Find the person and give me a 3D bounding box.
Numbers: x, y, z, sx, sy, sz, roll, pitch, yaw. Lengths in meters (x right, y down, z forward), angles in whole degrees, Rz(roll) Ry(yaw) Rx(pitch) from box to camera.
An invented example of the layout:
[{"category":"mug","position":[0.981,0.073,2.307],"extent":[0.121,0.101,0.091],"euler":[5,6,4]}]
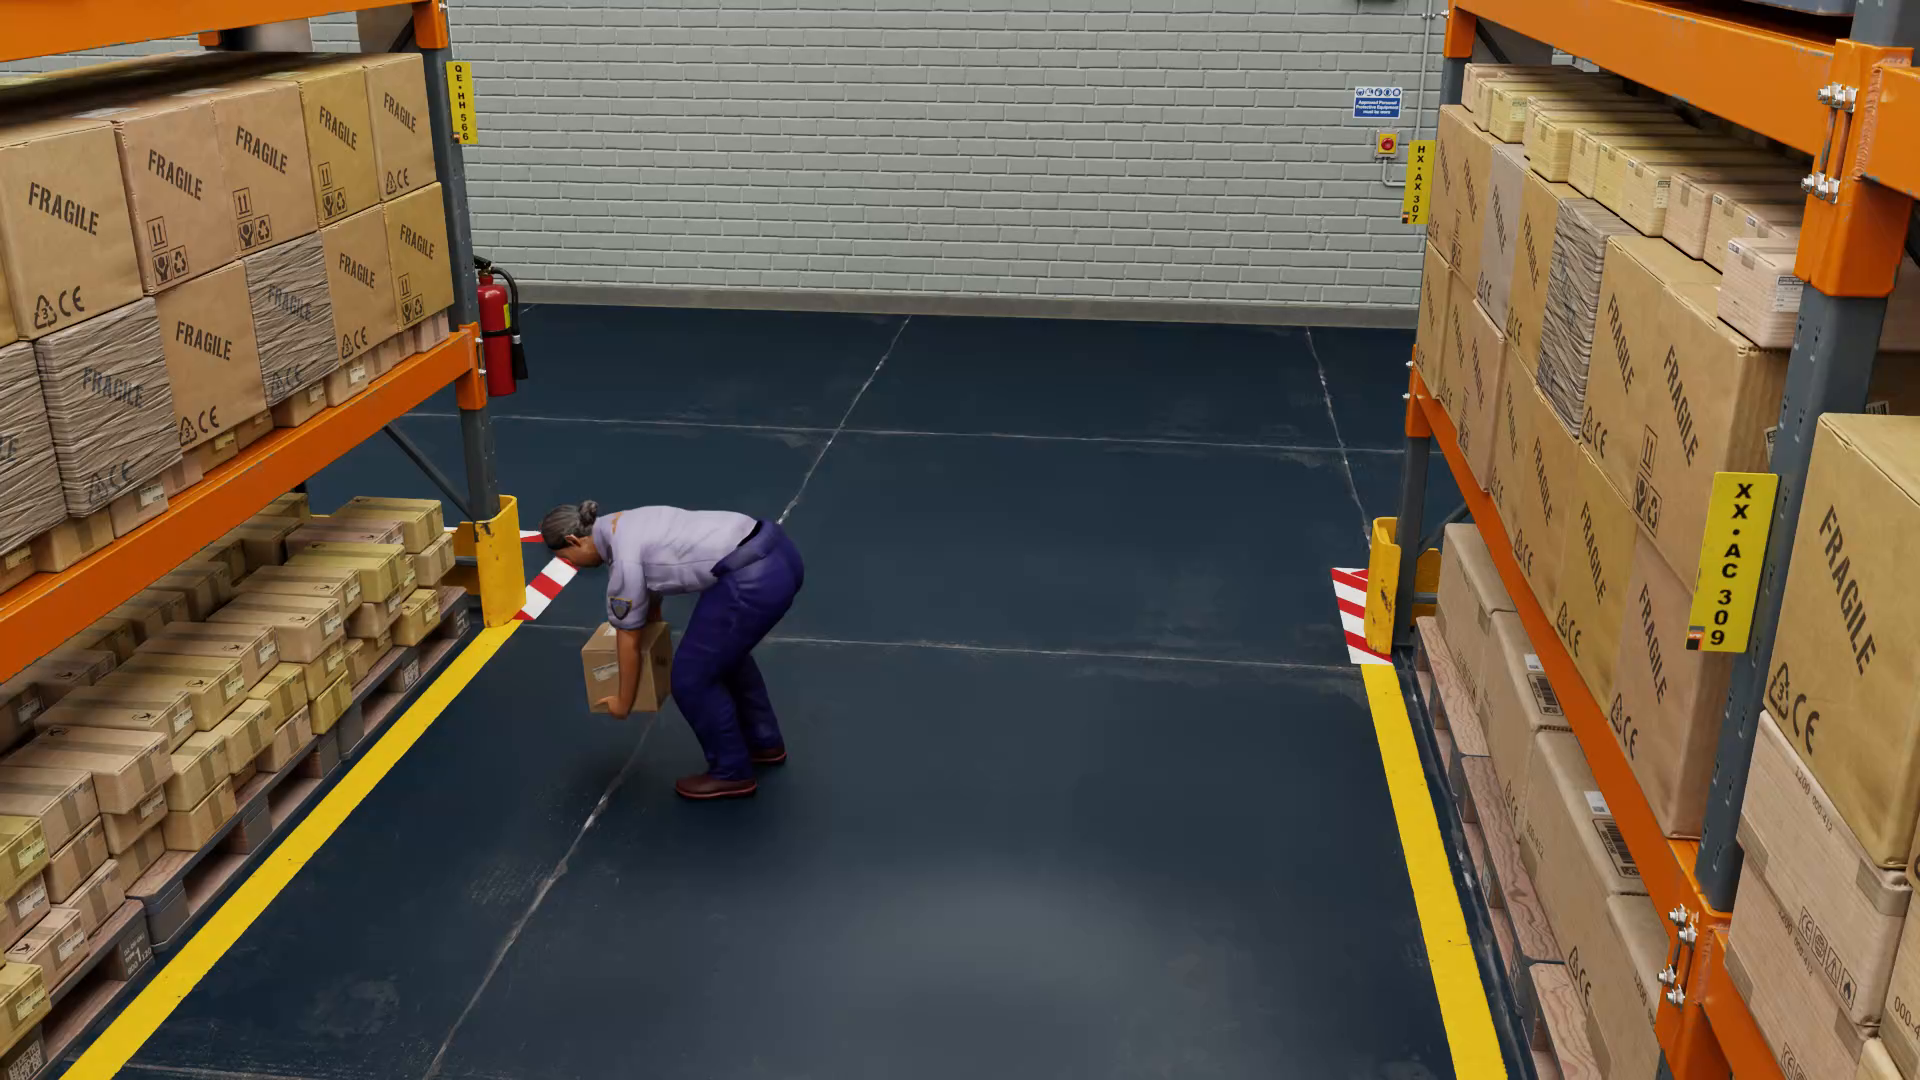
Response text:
[{"category":"person","position":[-1.011,0.382,5.960],"extent":[0.904,1.046,0.462],"euler":[2,21,5]}]
